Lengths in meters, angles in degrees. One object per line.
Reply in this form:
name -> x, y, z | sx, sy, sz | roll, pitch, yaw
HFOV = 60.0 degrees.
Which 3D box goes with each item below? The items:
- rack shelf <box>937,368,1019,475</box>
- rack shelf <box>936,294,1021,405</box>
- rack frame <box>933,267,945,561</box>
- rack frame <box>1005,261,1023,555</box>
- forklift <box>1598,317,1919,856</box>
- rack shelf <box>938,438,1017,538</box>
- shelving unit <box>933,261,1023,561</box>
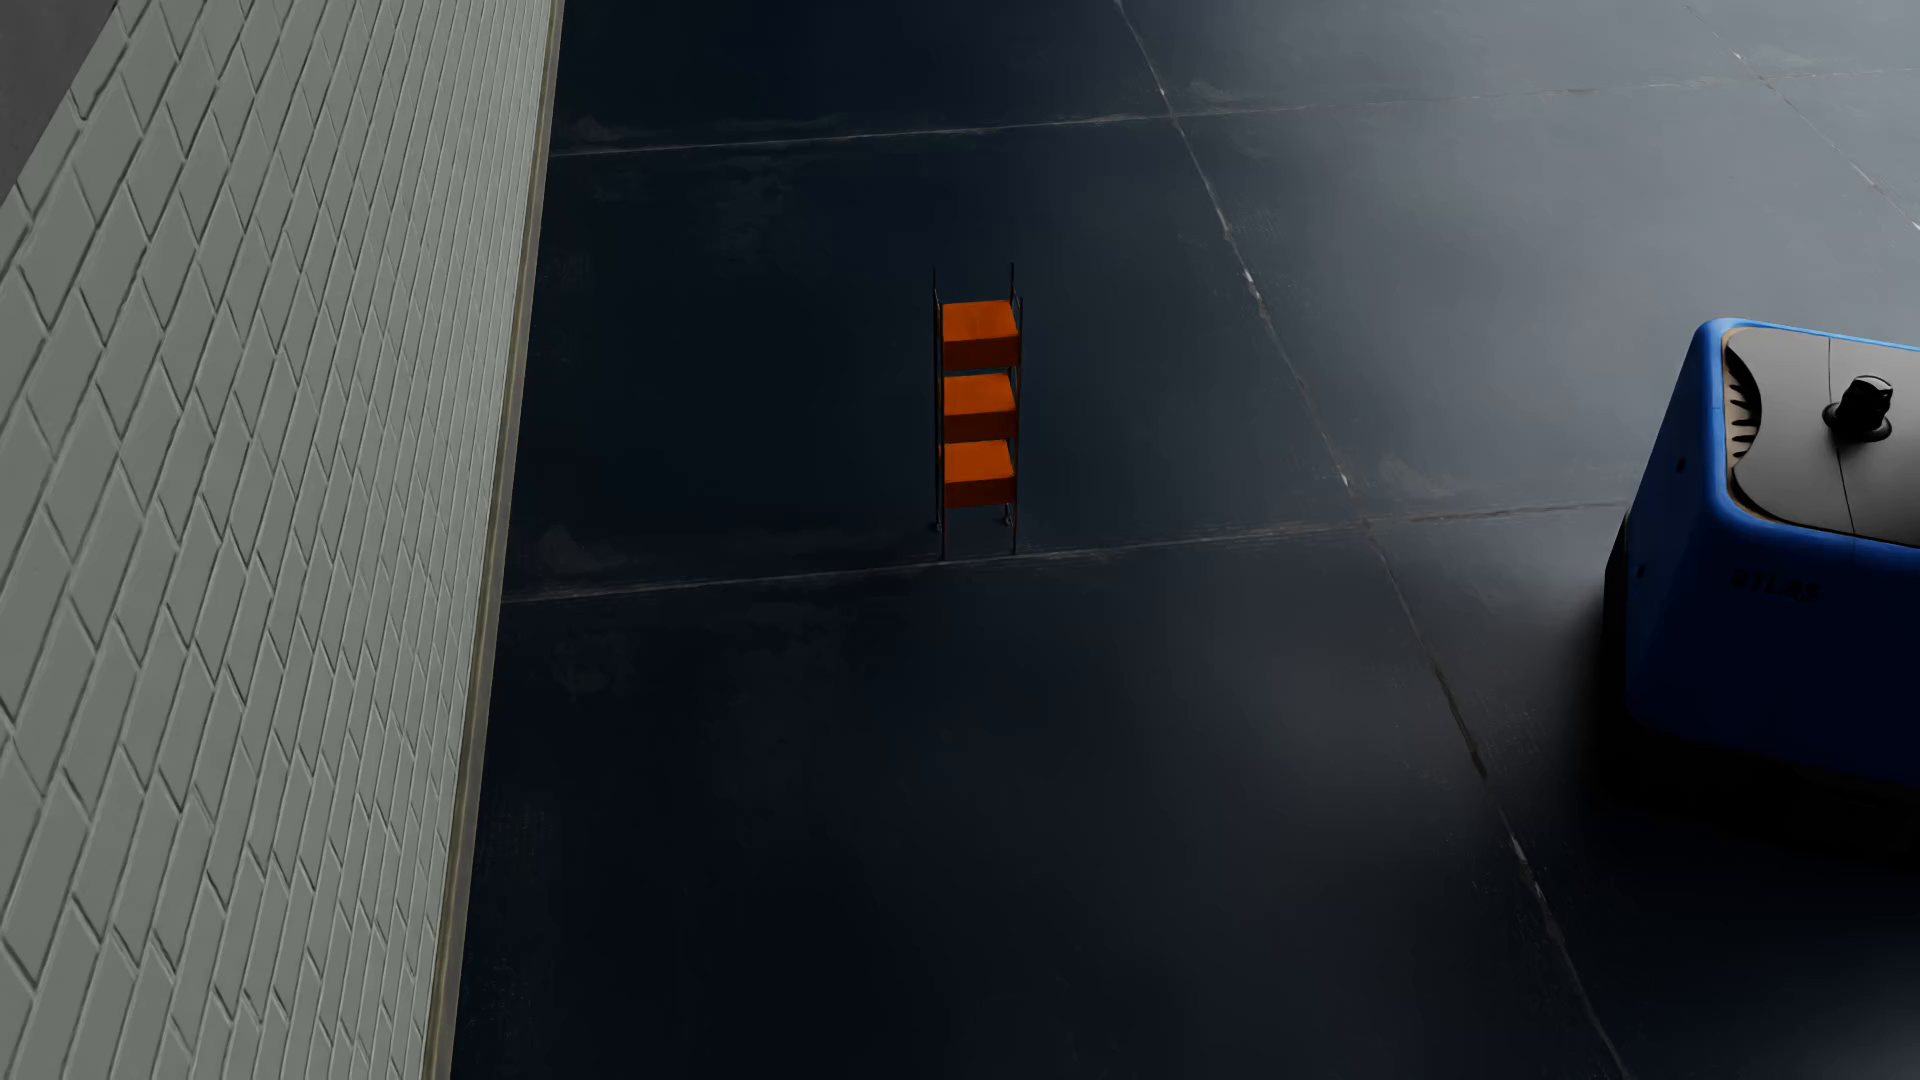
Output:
rack shelf -> 0.053, -0.387, 5.411 | 0.240, 0.259, 0.215 | -5, 42, -6
rack shelf -> 0.053, -0.597, 5.221 | 0.240, 0.259, 0.215 | -5, 42, -6
rack frame -> -0.068, -0.384, 5.392 | 0.008, 1.050, 0.200 | -5, 42, -6
rack frame -> 0.174, -0.405, 5.415 | 0.008, 1.050, 0.200 | -5, 42, -6
forklift -> 3.463, -0.358, 3.958 | 3.031, 2.935, 1.130 | 12, 43, 13
rack shelf -> 0.053, -0.180, 5.597 | 0.240, 0.259, 0.215 | -5, 42, -6
shelving unit -> 0.053, -0.394, 5.404 | 0.252, 1.050, 0.215 | -5, 42, -6
